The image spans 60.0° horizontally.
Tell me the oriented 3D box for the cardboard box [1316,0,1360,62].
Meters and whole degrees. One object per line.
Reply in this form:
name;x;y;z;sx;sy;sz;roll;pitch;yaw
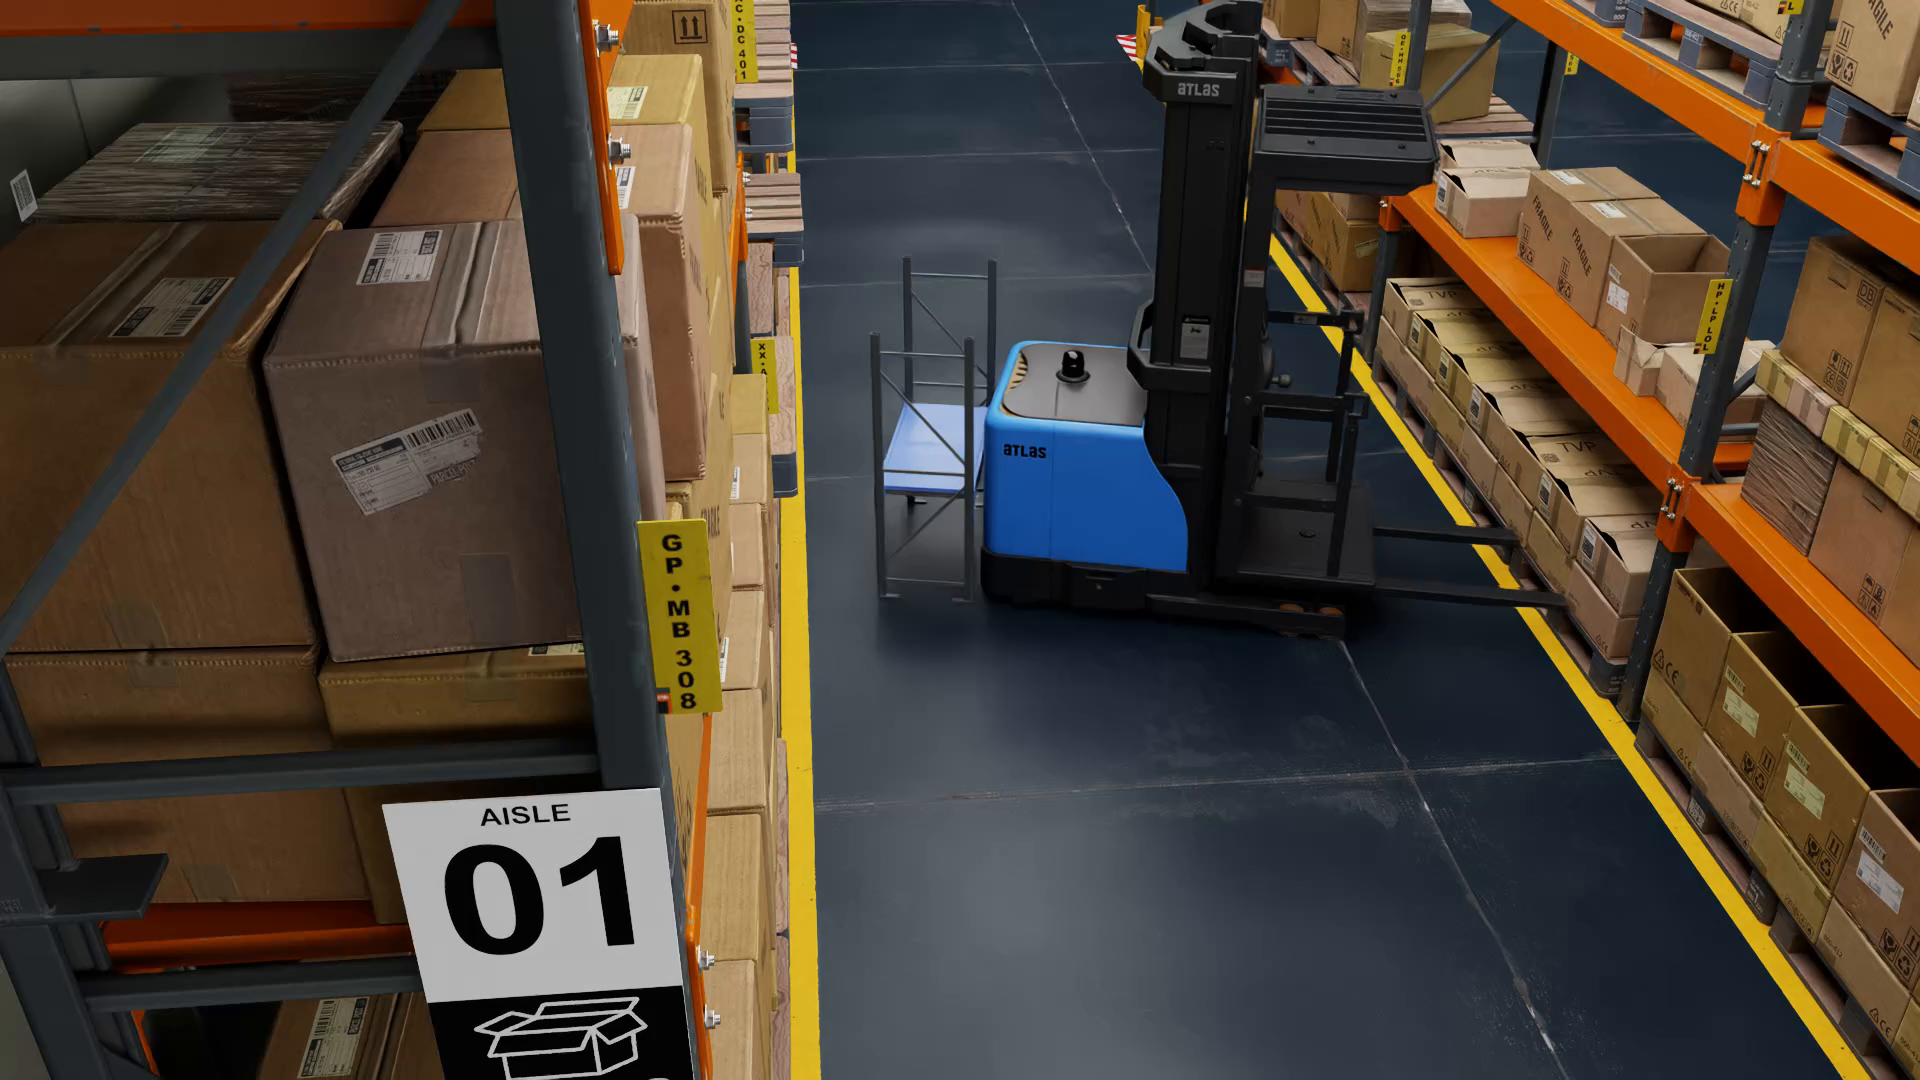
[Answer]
cardboard box;3.099;-3.887;12.326;0.700;0.500;0.500;-11;32;-17

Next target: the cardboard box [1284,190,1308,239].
cardboard box;2.822;-2.635;12.745;0.500;0.500;0.500;-4;31;-6

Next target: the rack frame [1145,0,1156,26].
rack frame;2.499;-6.605;17.383;1.000;3.000;0.127;-3;31;-5

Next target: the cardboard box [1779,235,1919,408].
cardboard box;3.668;-0.852;6.389;0.700;0.500;0.500;-3;31;-4

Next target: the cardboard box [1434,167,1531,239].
cardboard box;3.137;-2.017;9.788;0.500;0.311;0.500;-3;31;-5

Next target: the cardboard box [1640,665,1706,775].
cardboard box;3.361;0.773;7.303;0.500;0.250;0.500;-3;31;-5

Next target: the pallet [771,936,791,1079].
pallet;-1.097;1.923;5.825;1.003;0.211;1.213;-3;31;-5

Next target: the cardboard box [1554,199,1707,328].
cardboard box;3.468;-1.439;8.637;0.500;0.500;0.500;-3;31;-5

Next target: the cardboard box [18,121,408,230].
cardboard box;-1.301;-0.451;3.063;0.500;0.500;0.500;-1;31;-2

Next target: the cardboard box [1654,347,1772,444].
cardboard box;3.530;-0.664;7.582;0.500;0.250;0.500;-1;31;-1

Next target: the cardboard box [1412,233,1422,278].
cardboard box;3.434;-2.150;11.933;0.500;0.500;0.500;-4;31;-6

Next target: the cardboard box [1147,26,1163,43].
cardboard box;2.196;-5.340;17.616;0.380;0.149;0.250;-3;31;-5

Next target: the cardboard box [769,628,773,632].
cardboard box;-0.927;0.298;5.952;0.500;0.250;0.500;-3;31;-4

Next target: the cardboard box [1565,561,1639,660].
cardboard box;3.292;0.324;8.055;0.500;0.250;0.500;-3;31;-5

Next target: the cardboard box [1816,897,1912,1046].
cardboard box;3.497;1.539;6.021;0.500;0.250;0.500;-3;31;-5

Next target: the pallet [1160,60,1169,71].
pallet;2.581;-4.962;17.352;1.003;0.211;1.213;-3;31;-5

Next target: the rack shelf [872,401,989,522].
rack shelf;-0.118;-0.439;8.873;0.538;0.185;1.000;4;31;6

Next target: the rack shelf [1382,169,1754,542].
rack shelf;3.433;-1.191;9.020;1.077;0.370;4.000;-3;31;-5

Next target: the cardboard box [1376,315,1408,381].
cardboard box;3.003;-1.239;10.672;0.500;0.250;0.500;-3;31;-5

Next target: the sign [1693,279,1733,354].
sign;3.080;-0.911;6.798;0.100;0.325;0.005;-3;31;-5

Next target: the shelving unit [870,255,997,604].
shelving unit;-0.118;-0.594;8.781;0.538;1.500;1.048;4;31;6

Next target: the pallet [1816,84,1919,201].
pallet;3.725;-1.294;5.653;1.003;0.211;1.213;-3;31;-5

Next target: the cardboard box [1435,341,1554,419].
cardboard box;3.105;-0.952;9.643;0.500;0.311;0.500;-4;31;-6

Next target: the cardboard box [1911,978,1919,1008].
cardboard box;3.539;1.472;5.401;0.500;0.500;0.500;-3;31;-5

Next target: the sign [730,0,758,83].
sign;-0.772;-1.779;5.874;0.100;0.325;0.005;-3;31;-5

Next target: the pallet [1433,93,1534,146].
pallet;3.113;-2.781;11.168;1.213;0.211;1.003;-3;31;-5

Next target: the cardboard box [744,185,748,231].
cardboard box;-1.552;-1.990;9.130;0.700;0.500;0.500;-6;31;-9

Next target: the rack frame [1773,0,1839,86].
rack frame;3.620;-3.054;5.588;1.000;3.000;0.127;-3;31;-5

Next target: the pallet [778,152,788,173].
pallet;-2.052;-3.519;14.935;1.003;0.211;1.213;-3;31;-5

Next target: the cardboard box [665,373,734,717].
cardboard box;-0.735;0.005;3.275;0.500;0.500;0.500;-1;31;-1

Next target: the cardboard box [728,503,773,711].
cardboard box;-0.871;0.233;5.330;0.500;0.500;0.500;-4;31;-6

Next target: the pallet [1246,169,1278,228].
pallet;2.986;-2.953;13.987;1.003;0.211;1.213;-3;31;-5

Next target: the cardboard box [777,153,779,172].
cardboard box;-1.869;-3.256;13.462;0.750;0.750;0.750;-2;31;-4

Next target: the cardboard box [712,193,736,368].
cardboard box;-0.894;-0.793;4.610;0.500;0.500;0.500;-4;31;-7

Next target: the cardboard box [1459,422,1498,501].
cardboard box;3.153;-0.456;9.360;0.500;0.250;0.500;-2;31;-4

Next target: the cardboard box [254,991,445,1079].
cardboard box;-1.194;1.306;3.534;0.500;0.500;0.500;-3;31;-5

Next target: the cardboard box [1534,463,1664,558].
cardboard box;3.242;-0.178;8.347;0.500;0.311;0.500;-2;31;-3

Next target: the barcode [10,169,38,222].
barcode;-1.502;-0.553;2.669;0.001;0.075;0.075;-3;31;-5

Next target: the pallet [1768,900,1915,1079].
pallet;3.770;1.751;6.113;1.003;0.211;1.213;-3;31;-5

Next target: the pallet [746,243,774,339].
pallet;-1.460;-1.191;8.505;1.003;0.211;1.213;-3;31;-5

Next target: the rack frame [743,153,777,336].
rack frame;-1.686;-2.282;10.145;1.000;3.000;0.127;-3;31;-5

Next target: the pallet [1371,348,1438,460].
pallet;3.284;-0.902;10.554;1.003;0.211;1.213;-3;31;-5

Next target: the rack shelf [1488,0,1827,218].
rack shelf;3.433;-2.479;8.251;1.077;0.370;4.000;-3;31;-5

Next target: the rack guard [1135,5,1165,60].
rack guard;2.506;-5.493;17.960;1.175;0.500;0.348;-3;31;-5

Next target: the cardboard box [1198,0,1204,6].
cardboard box;2.795;-5.455;17.467;0.500;0.500;0.500;-3;31;-5

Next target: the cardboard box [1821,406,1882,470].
cardboard box;3.502;-0.394;6.254;0.380;0.149;0.250;-4;31;-6

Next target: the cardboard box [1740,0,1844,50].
cardboard box;3.572;-2.198;6.815;0.500;0.250;0.500;0;31;1

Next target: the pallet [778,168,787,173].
pallet;-1.912;-2.736;13.626;1.003;0.211;1.213;-3;31;-5

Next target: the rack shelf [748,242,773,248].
rack shelf;-1.499;-0.952;8.620;1.077;0.370;4.000;-3;31;-5

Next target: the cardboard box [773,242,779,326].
cardboard box;-1.624;-1.921;11.228;0.750;0.750;0.750;-3;31;-5

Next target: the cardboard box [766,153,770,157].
cardboard box;-1.441;-2.630;10.954;0.380;0.149;0.250;-2;31;-3

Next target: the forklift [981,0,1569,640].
forklift;1.675;-1.048;8.145;3.031;2.935;1.130;5;31;9

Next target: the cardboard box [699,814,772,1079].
cardboard box;-0.720;1.026;4.003;0.500;0.500;0.500;-3;31;-4

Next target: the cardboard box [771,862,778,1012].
cardboard box;-0.772;1.069;4.661;0.500;0.250;0.500;-3;31;-5

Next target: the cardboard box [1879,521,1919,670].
cardboard box;3.766;0.230;5.843;0.700;0.500;0.500;-2;31;-4

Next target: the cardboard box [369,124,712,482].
cardboard box;-0.729;-0.433;3.032;0.500;0.500;0.500;-3;31;-5

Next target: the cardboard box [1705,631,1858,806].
cardboard box;3.406;0.706;6.683;0.500;0.500;0.500;-3;31;-5

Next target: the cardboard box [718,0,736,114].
cardboard box;-0.933;-1.484;4.793;0.500;0.500;0.500;-1;31;-2

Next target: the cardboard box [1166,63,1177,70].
cardboard box;2.360;-4.812;16.634;0.500;0.250;0.500;-3;31;-5
